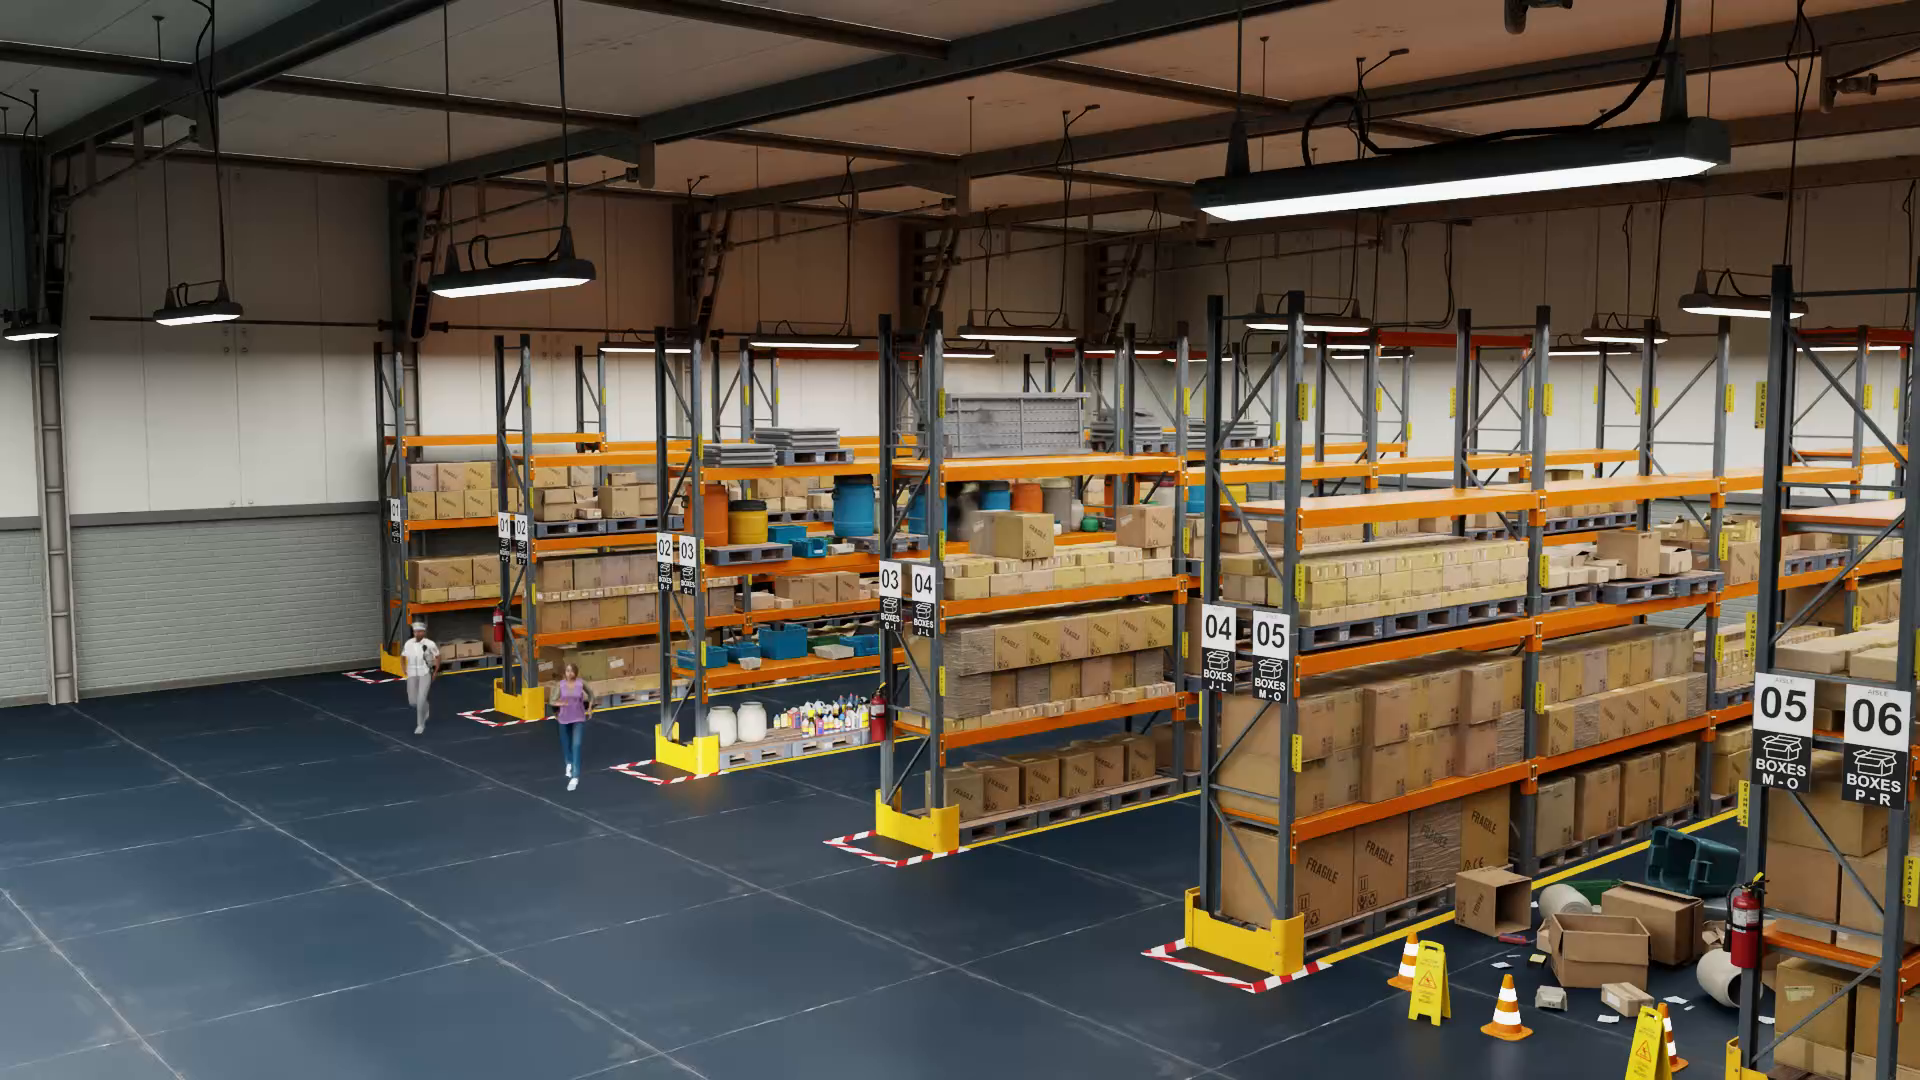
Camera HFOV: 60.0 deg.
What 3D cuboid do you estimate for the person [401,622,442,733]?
[{"bbox_3d":[-8.174,2.058,25.204,0.612,1.676,0.598,0,5,2],"label":"person"}]

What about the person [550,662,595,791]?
[{"bbox_3d":[-5.044,2.376,21.637,0.536,1.601,0.869,0,5,-5],"label":"person"}]
